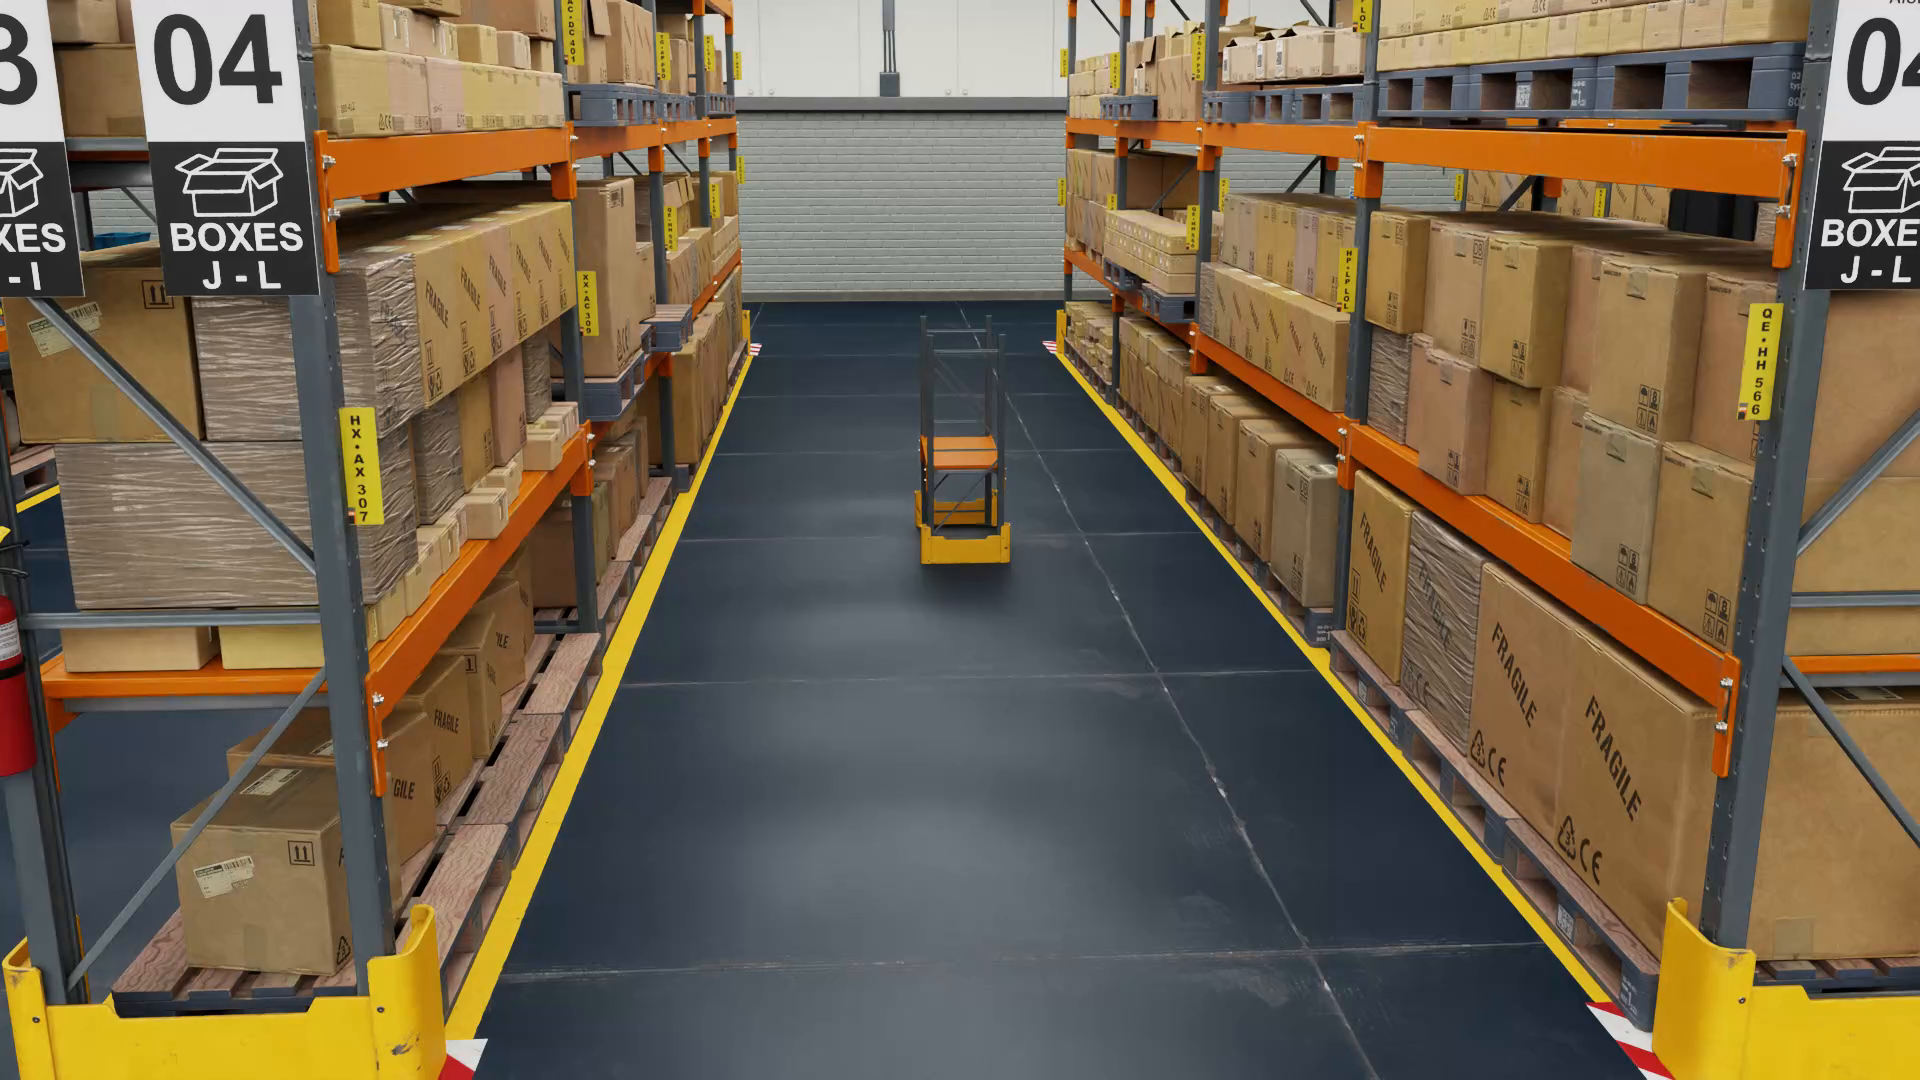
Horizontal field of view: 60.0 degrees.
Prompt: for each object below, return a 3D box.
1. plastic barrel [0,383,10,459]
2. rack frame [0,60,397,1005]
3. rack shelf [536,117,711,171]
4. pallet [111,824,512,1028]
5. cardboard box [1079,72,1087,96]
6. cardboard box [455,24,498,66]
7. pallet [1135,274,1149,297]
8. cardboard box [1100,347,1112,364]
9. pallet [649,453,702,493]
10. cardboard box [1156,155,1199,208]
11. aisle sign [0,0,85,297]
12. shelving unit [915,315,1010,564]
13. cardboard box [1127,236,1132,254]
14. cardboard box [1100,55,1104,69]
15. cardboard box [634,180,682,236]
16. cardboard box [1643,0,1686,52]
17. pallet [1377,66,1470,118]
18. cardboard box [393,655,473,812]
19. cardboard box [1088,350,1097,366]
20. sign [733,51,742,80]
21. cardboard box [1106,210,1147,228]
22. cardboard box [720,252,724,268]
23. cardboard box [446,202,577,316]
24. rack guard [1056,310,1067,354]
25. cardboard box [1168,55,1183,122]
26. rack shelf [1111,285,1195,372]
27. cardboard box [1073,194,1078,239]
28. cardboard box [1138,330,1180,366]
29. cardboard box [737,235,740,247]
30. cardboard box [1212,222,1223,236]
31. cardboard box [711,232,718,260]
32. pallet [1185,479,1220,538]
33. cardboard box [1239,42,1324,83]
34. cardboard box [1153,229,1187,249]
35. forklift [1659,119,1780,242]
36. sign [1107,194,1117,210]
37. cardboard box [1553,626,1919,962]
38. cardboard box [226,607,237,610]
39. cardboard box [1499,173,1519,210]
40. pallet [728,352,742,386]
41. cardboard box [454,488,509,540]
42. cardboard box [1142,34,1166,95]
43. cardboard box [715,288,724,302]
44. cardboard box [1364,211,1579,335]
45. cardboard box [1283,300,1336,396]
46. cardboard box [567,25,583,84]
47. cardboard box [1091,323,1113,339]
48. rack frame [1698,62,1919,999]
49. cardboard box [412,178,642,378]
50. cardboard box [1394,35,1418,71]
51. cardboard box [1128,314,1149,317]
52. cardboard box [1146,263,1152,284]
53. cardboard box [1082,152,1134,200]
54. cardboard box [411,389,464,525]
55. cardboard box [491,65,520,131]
[{"bbox_3d":[-7.668,-0.960,12.751,0.600,0.830,0.708,-1,14,-3],"label":"plastic barrel"},{"bbox_3d":[-2.182,0.227,4.625,1.000,3.000,0.127,-1,14,-3],"label":"rack frame"},{"bbox_3d":[-2.802,-3.365,14.007,1.077,0.370,4.000,-1,14,-3],"label":"rack shelf"},{"bbox_3d":[-2.202,1.356,5.834,1.003,0.211,1.213,-1,14,-3],"label":"pallet"},{"bbox_3d":[1.604,-5.057,18.440,0.500,0.250,0.500,-1,14,-3],"label":"cardboard box"},{"bbox_3d":[-2.034,-1.937,6.517,0.380,0.149,0.250,0,14,-1],"label":"cardboard box"},{"bbox_3d":[2.116,-2.213,14.493,1.003,0.211,1.213,-1,14,-3],"label":"pallet"},{"bbox_3d":[1.665,-1.916,17.237,0.380,0.149,0.250,-2,15,-6],"label":"cardboard box"},{"bbox_3d":[-2.651,-0.610,13.472,1.003,0.211,1.213,-1,14,-3],"label":"pallet"},{"bbox_3d":[2.246,-3.602,16.701,0.500,0.500,0.500,-1,14,-2],"label":"cardboard box"},{"bbox_3d":[-2.478,-1.012,4.224,0.394,0.787,0.004,-1,14,-3],"label":"aisle sign"},{"bbox_3d":[0.005,-0.707,11.266,0.587,1.500,1.083,-1,14,-3],"label":"shelving unit"},{"bbox_3d":[1.683,-2.604,14.690,0.380,0.149,0.250,-1,14,-4],"label":"cardboard box"},{"bbox_3d":[1.666,-4.957,17.251,0.380,0.149,0.250,-1,15,-6],"label":"cardboard box"},{"bbox_3d":[-2.793,-2.808,14.206,0.797,0.503,0.637,0,14,-2],"label":"cardboard box"},{"bbox_3d":[2.384,-1.612,5.211,0.380,0.149,0.250,-1,14,-3],"label":"cardboard box"},{"bbox_3d":[2.567,-2.026,7.538,1.003,0.211,1.213,-1,14,-3],"label":"pallet"},{"bbox_3d":[-2.295,0.774,6.671,0.500,0.500,0.500,0,14,2],"label":"cardboard box"},{"bbox_3d":[1.603,-1.982,18.086,0.380,0.149,0.250,-1,14,-4],"label":"cardboard box"},{"bbox_3d":[-2.631,-5.601,19.636,0.100,0.325,0.005,-1,14,-3],"label":"sign"},{"bbox_3d":[1.597,-3.074,15.921,0.380,0.149,0.250,0,14,-1],"label":"cardboard box"},{"bbox_3d":[-2.663,-2.911,17.324,0.380,0.149,0.250,-1,14,-5],"label":"cardboard box"},{"bbox_3d":[-2.127,-1.337,7.899,0.500,0.500,0.500,-1,14,-3],"label":"cardboard box"},{"bbox_3d":[1.788,-2.574,20.529,1.175,0.500,0.348,-1,14,-3],"label":"rack guard"},{"bbox_3d":[1.946,-3.578,13.191,0.500,0.500,0.500,-1,14,-3],"label":"cardboard box"},{"bbox_3d":[2.155,-1.963,14.581,1.077,0.370,4.000,-1,14,-3],"label":"rack shelf"},{"bbox_3d":[1.594,-3.748,19.275,0.500,0.500,0.500,-1,14,-3],"label":"cardboard box"},{"bbox_3d":[1.876,-1.718,14.852,0.500,0.250,0.500,0,14,-1],"label":"cardboard box"},{"bbox_3d":[-2.823,-3.547,19.798,0.380,0.149,0.250,-1,14,-2],"label":"cardboard box"},{"bbox_3d":[2.361,-2.629,14.192,0.380,0.149,0.250,0,14,-2],"label":"cardboard box"},{"bbox_3d":[-2.693,-2.950,16.676,0.500,0.250,0.500,-1,14,-4],"label":"cardboard box"},{"bbox_3d":[2.253,-0.267,12.139,1.003,0.211,1.213,-1,14,-3],"label":"pallet"},{"bbox_3d":[2.135,-3.138,10.941,0.500,0.250,0.500,0,14,-2],"label":"cardboard box"},{"bbox_3d":[1.761,-2.427,13.405,0.380,0.149,0.250,0,14,-2],"label":"cardboard box"},{"bbox_3d":[5.455,-1.410,11.125,3.031,2.935,1.130,7,16,26],"label":"forklift"},{"bbox_3d":[1.490,-3.218,16.277,0.100,0.325,0.005,-1,14,-3],"label":"sign"},{"bbox_3d":[2.667,0.833,5.689,0.875,0.875,0.875,-1,14,-3],"label":"cardboard box"},{"bbox_3d":[-2.421,0.219,5.162,0.380,0.149,0.250,-1,14,-3],"label":"cardboard box"},{"bbox_3d":[6.542,-4.058,19.071,0.500,0.500,0.500,-1,14,-4],"label":"cardboard box"},{"bbox_3d":[-2.973,-1.902,18.494,1.003,0.211,1.213,-1,14,-3],"label":"pallet"},{"bbox_3d":[-1.958,-0.101,6.402,0.380,0.149,0.250,-1,14,-3],"label":"cardboard box"},{"bbox_3d":[1.996,-4.129,14.485,0.797,0.503,0.637,-1,14,-4],"label":"cardboard box"},{"bbox_3d":[-2.887,-2.097,17.080,0.875,0.875,0.875,-1,14,-3],"label":"cardboard box"},{"bbox_3d":[2.515,-1.323,8.180,0.875,0.550,0.550,-1,14,-3],"label":"cardboard box"},{"bbox_3d":[2.196,-1.119,9.656,0.500,0.500,0.500,-1,14,-4],"label":"cardboard box"},{"bbox_3d":[-2.360,-2.593,8.513,0.797,0.503,0.637,-2,15,-6],"label":"cardboard box"},{"bbox_3d":[1.624,-2.261,17.978,0.380,0.149,0.250,-2,15,-6],"label":"cardboard box"},{"bbox_3d":[2.775,0.175,4.825,1.000,3.000,0.127,-1,14,-3],"label":"rack frame"},{"bbox_3d":[-2.339,-1.462,9.141,1.000,1.000,1.000,-1,14,-3],"label":"cardboard box"},{"bbox_3d":[2.228,-2.242,7.662,0.380,0.149,0.250,-1,14,-3],"label":"cardboard box"},{"bbox_3d":[2.101,-2.463,18.762,0.380,0.149,0.250,-1,14,-5],"label":"cardboard box"},{"bbox_3d":[1.748,-2.199,13.716,0.380,0.149,0.250,-1,14,-4],"label":"cardboard box"},{"bbox_3d":[1.629,-3.983,18.183,0.500,0.500,0.500,-1,14,-5],"label":"cardboard box"},{"bbox_3d":[-2.327,-0.350,6.071,0.875,0.500,0.500,-1,14,-3],"label":"cardboard box"},{"bbox_3d":[-2.082,-1.782,6.714,0.500,0.250,0.500,-1,14,-4],"label":"cardboard box"}]
